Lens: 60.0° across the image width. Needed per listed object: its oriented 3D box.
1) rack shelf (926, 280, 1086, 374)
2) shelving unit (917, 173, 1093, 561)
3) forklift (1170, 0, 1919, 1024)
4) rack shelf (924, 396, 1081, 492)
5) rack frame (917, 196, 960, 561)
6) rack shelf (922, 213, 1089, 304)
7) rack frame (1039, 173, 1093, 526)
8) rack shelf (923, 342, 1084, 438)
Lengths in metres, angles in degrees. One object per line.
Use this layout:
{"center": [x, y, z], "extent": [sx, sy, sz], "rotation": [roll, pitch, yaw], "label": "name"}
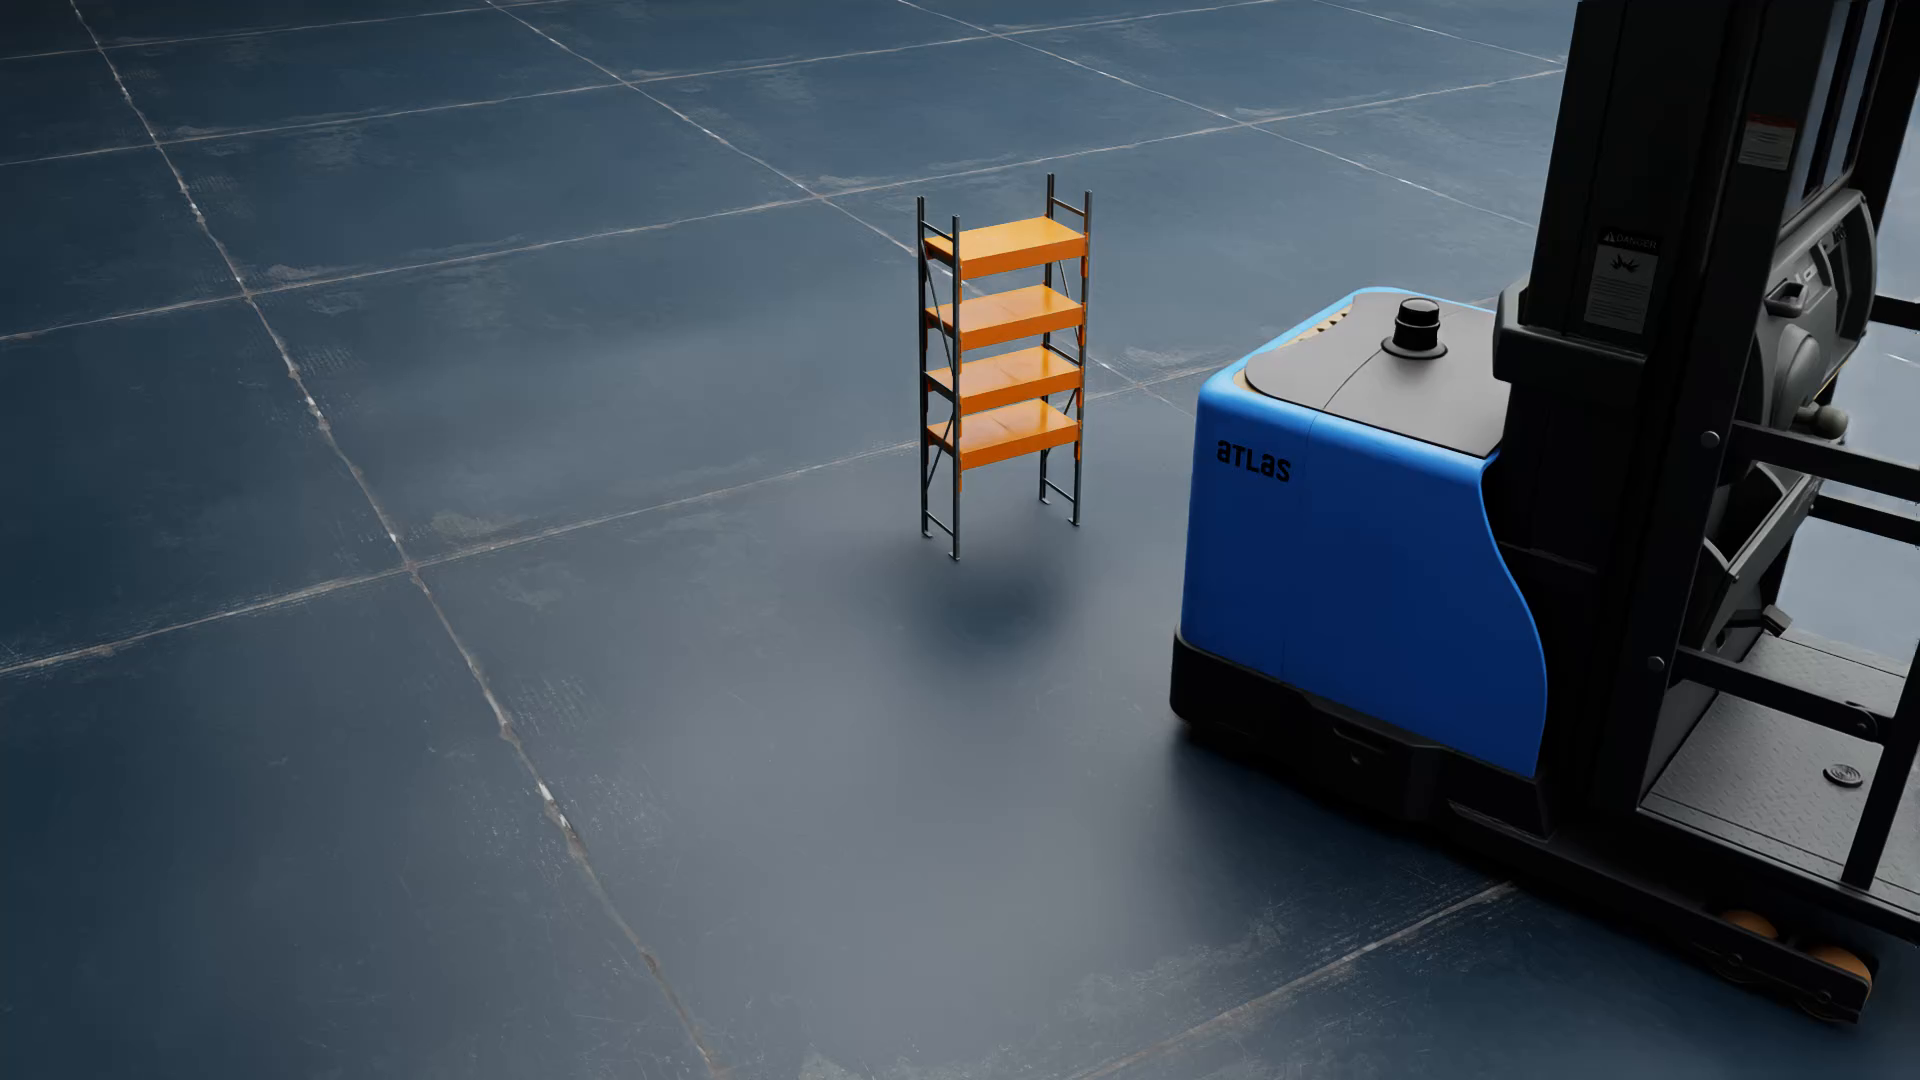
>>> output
{"center": [0.143, -0.703, 5.458], "extent": [0.480, 0.148, 0.258], "rotation": [-16, 33, -26], "label": "rack shelf"}
{"center": [0.143, -0.566, 5.534], "extent": [0.503, 1.200, 0.258], "rotation": [-16, 33, -26], "label": "shelving unit"}
{"center": [2.066, -0.483, 3.593], "extent": [3.031, 2.935, 1.130], "rotation": [21, 35, 33], "label": "forklift"}
{"center": [0.143, -0.333, 5.662], "extent": [0.480, 0.148, 0.258], "rotation": [-16, 33, -26], "label": "rack shelf"}
{"center": [-0.068, -0.506, 5.425], "extent": [0.015, 1.200, 0.240], "rotation": [-16, 33, -26], "label": "rack frame"}
{"center": [0.143, -0.910, 5.344], "extent": [0.480, 0.148, 0.258], "rotation": [-16, 33, -26], "label": "rack shelf"}
{"center": [0.353, -0.626, 5.642], "extent": [0.015, 1.200, 0.240], "rotation": [-16, 33, -26], "label": "rack frame"}
{"center": [0.143, -0.507, 5.566], "extent": [0.480, 0.148, 0.258], "rotation": [-16, 33, -26], "label": "rack shelf"}
